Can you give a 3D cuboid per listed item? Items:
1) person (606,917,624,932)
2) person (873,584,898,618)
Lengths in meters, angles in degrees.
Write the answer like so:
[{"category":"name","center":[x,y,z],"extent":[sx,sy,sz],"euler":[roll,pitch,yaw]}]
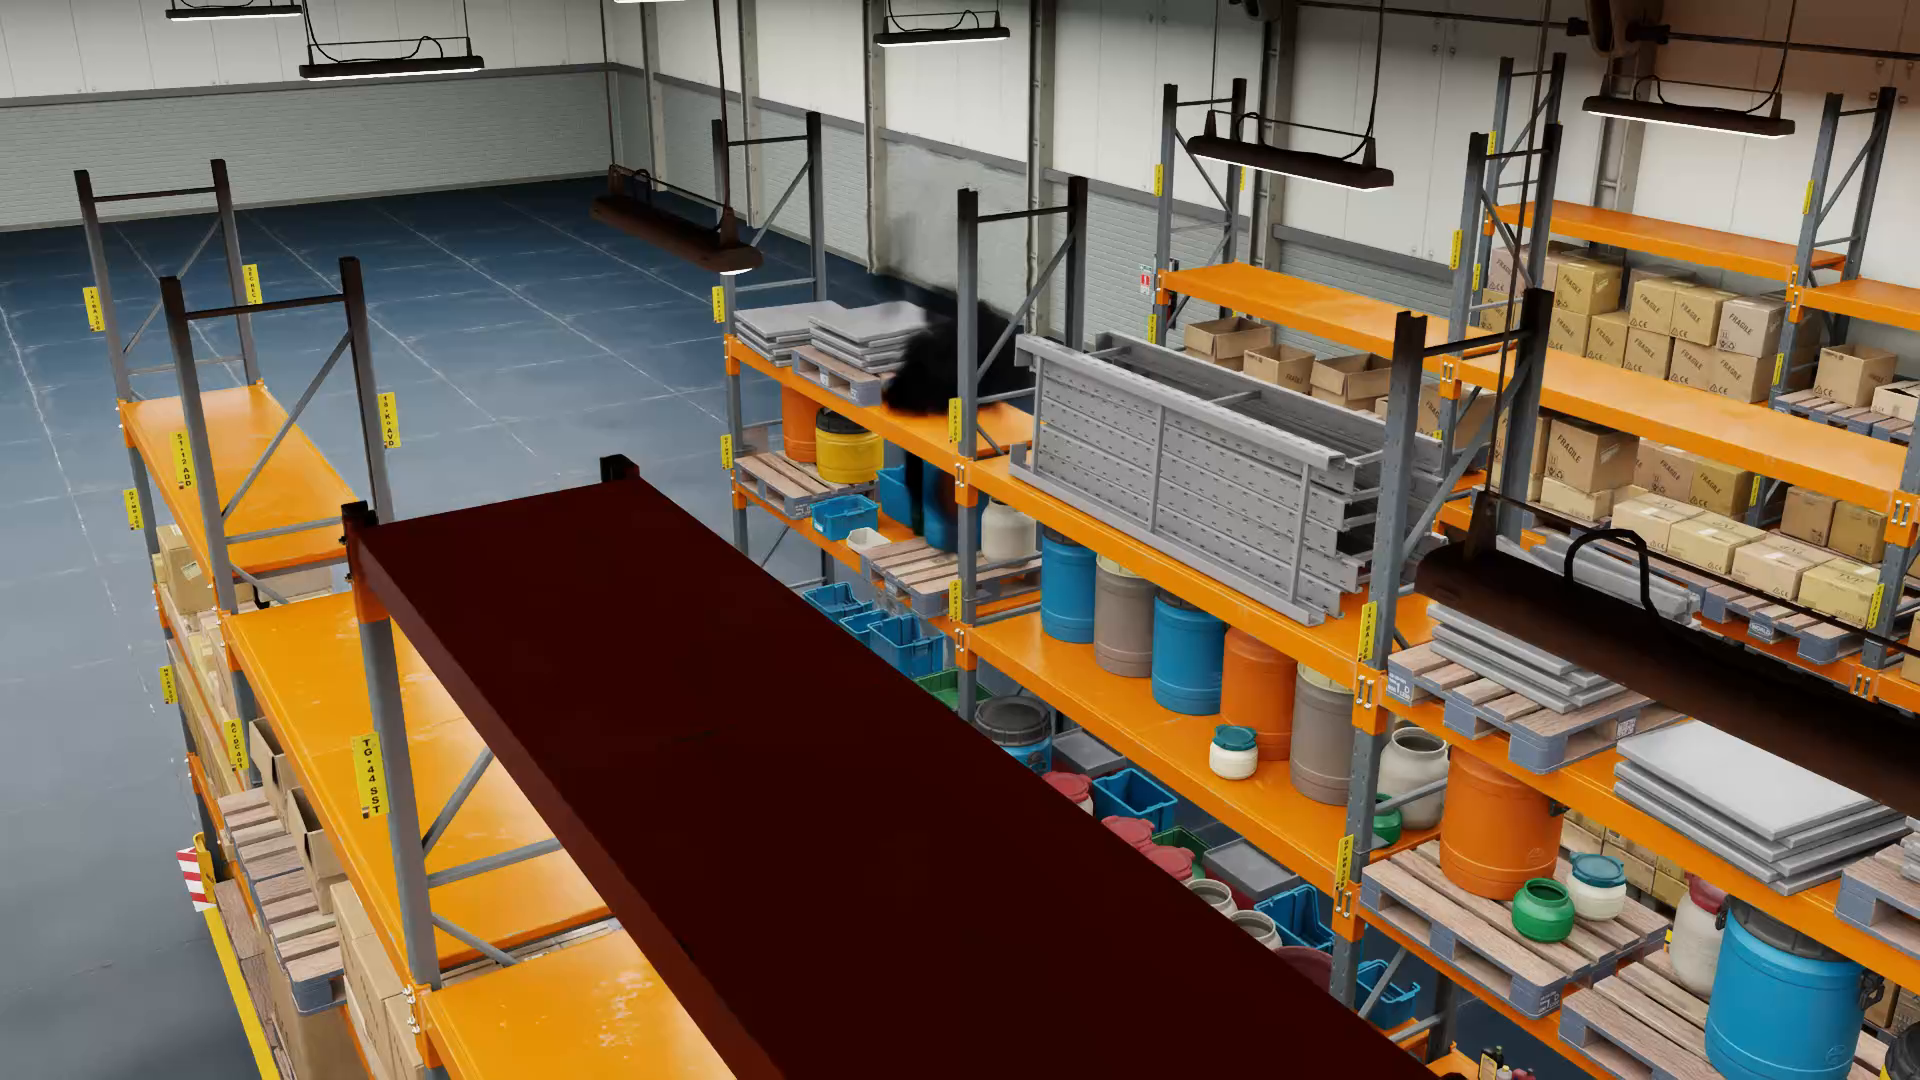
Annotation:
[{"category":"person","center":[-2.264,2.920,11.145],"extent":[0.576,1.794,0.708],"euler":[-18,28,-37]},{"category":"person","center":[-0.748,0.399,17.322],"extent":[0.700,1.837,0.594],"euler":[-17,27,-36]}]
